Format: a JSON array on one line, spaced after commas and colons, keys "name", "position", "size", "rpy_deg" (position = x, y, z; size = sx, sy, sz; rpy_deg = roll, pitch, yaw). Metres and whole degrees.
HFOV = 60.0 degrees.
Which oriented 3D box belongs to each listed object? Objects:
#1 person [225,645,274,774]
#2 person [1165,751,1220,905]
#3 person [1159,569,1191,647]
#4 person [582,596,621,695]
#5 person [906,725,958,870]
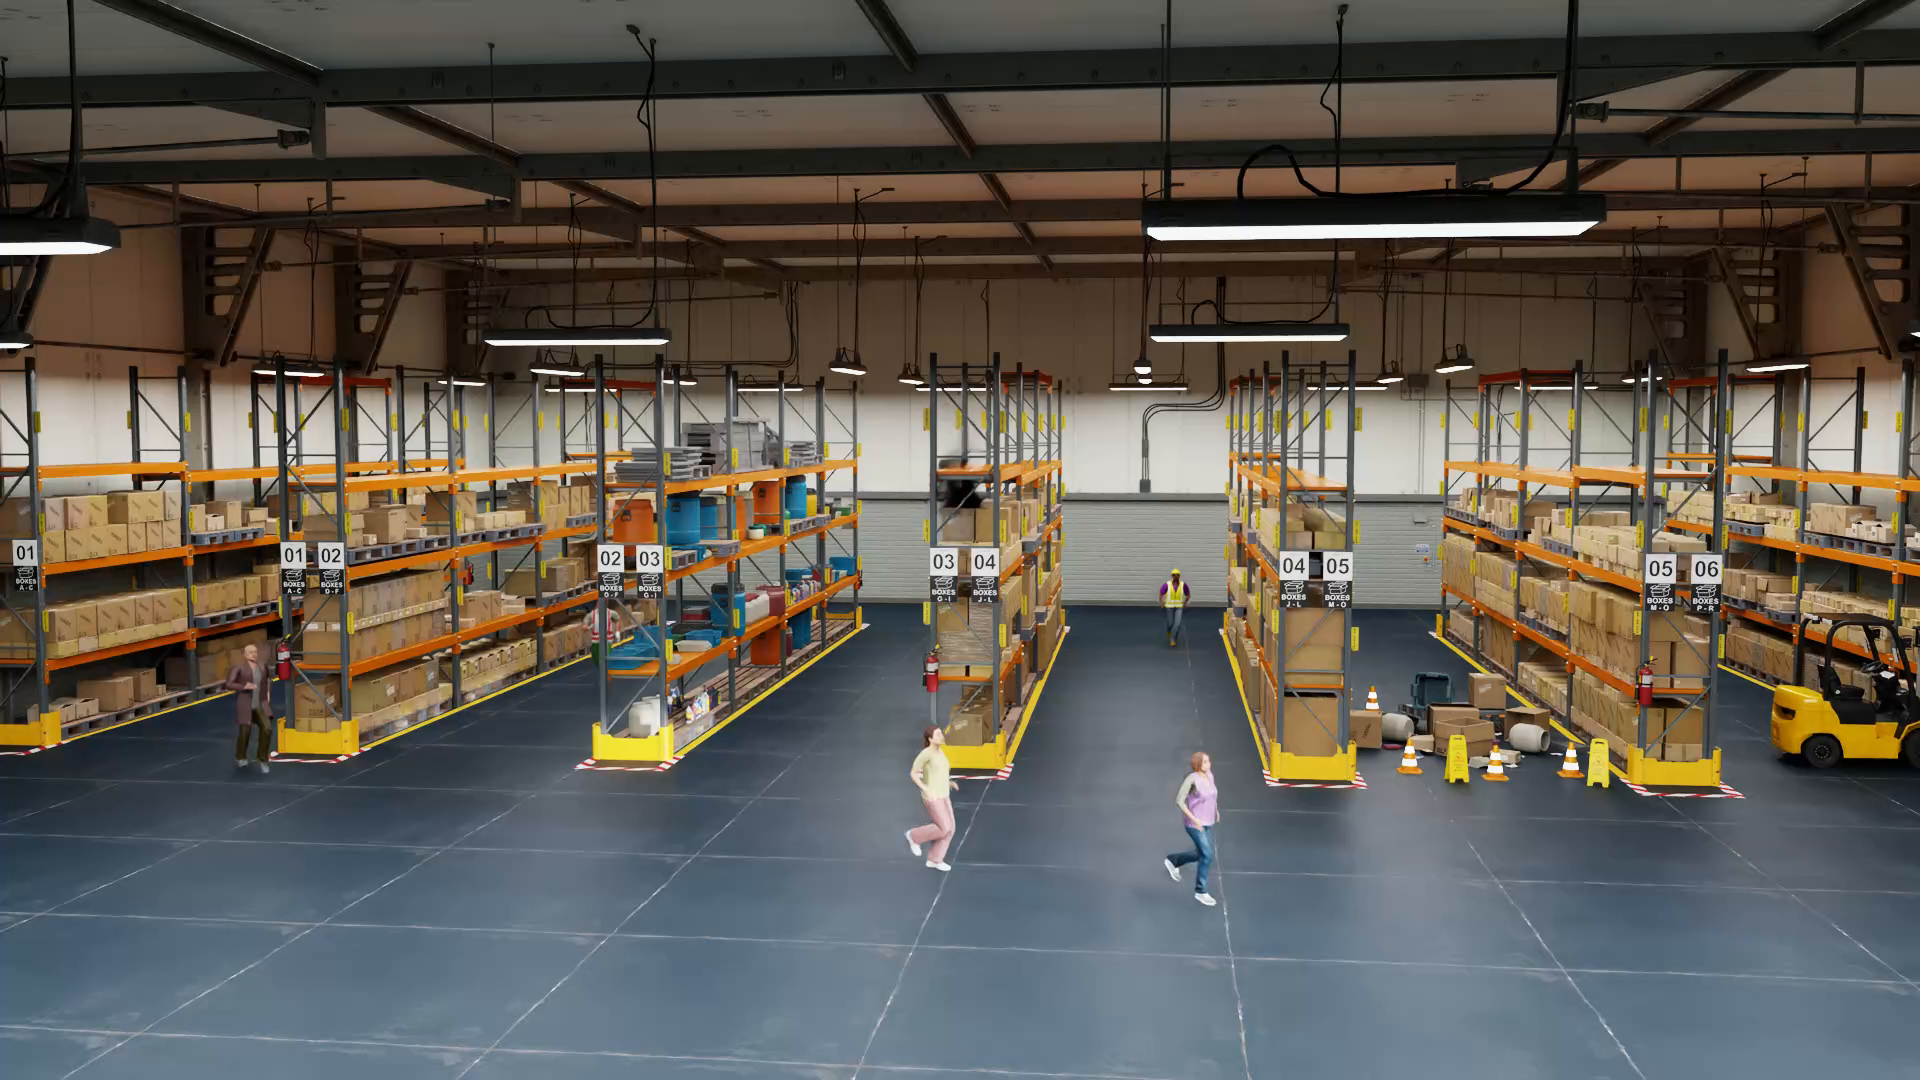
[{"name": "person", "position": [-10.175, 2.428, 23.883], "size": [0.708, 1.844, 0.741], "rpy_deg": [-4, 5, -41]}, {"name": "person", "position": [2.432, 2.993, 17.478], "size": [0.674, 1.583, 0.540], "rpy_deg": [4, 6, 44]}, {"name": "person", "position": [4.827, 1.511, 37.337], "size": [0.702, 1.723, 0.607], "rpy_deg": [0, 4, 3]}, {"name": "person", "position": [-6.624, 1.906, 30.721], "size": [0.669, 1.798, 0.943], "rpy_deg": [0, 4, -1]}, {"name": "person", "position": [-0.309, 2.879, 18.667], "size": [0.561, 1.629, 0.582], "rpy_deg": [2, 5, 30]}]
